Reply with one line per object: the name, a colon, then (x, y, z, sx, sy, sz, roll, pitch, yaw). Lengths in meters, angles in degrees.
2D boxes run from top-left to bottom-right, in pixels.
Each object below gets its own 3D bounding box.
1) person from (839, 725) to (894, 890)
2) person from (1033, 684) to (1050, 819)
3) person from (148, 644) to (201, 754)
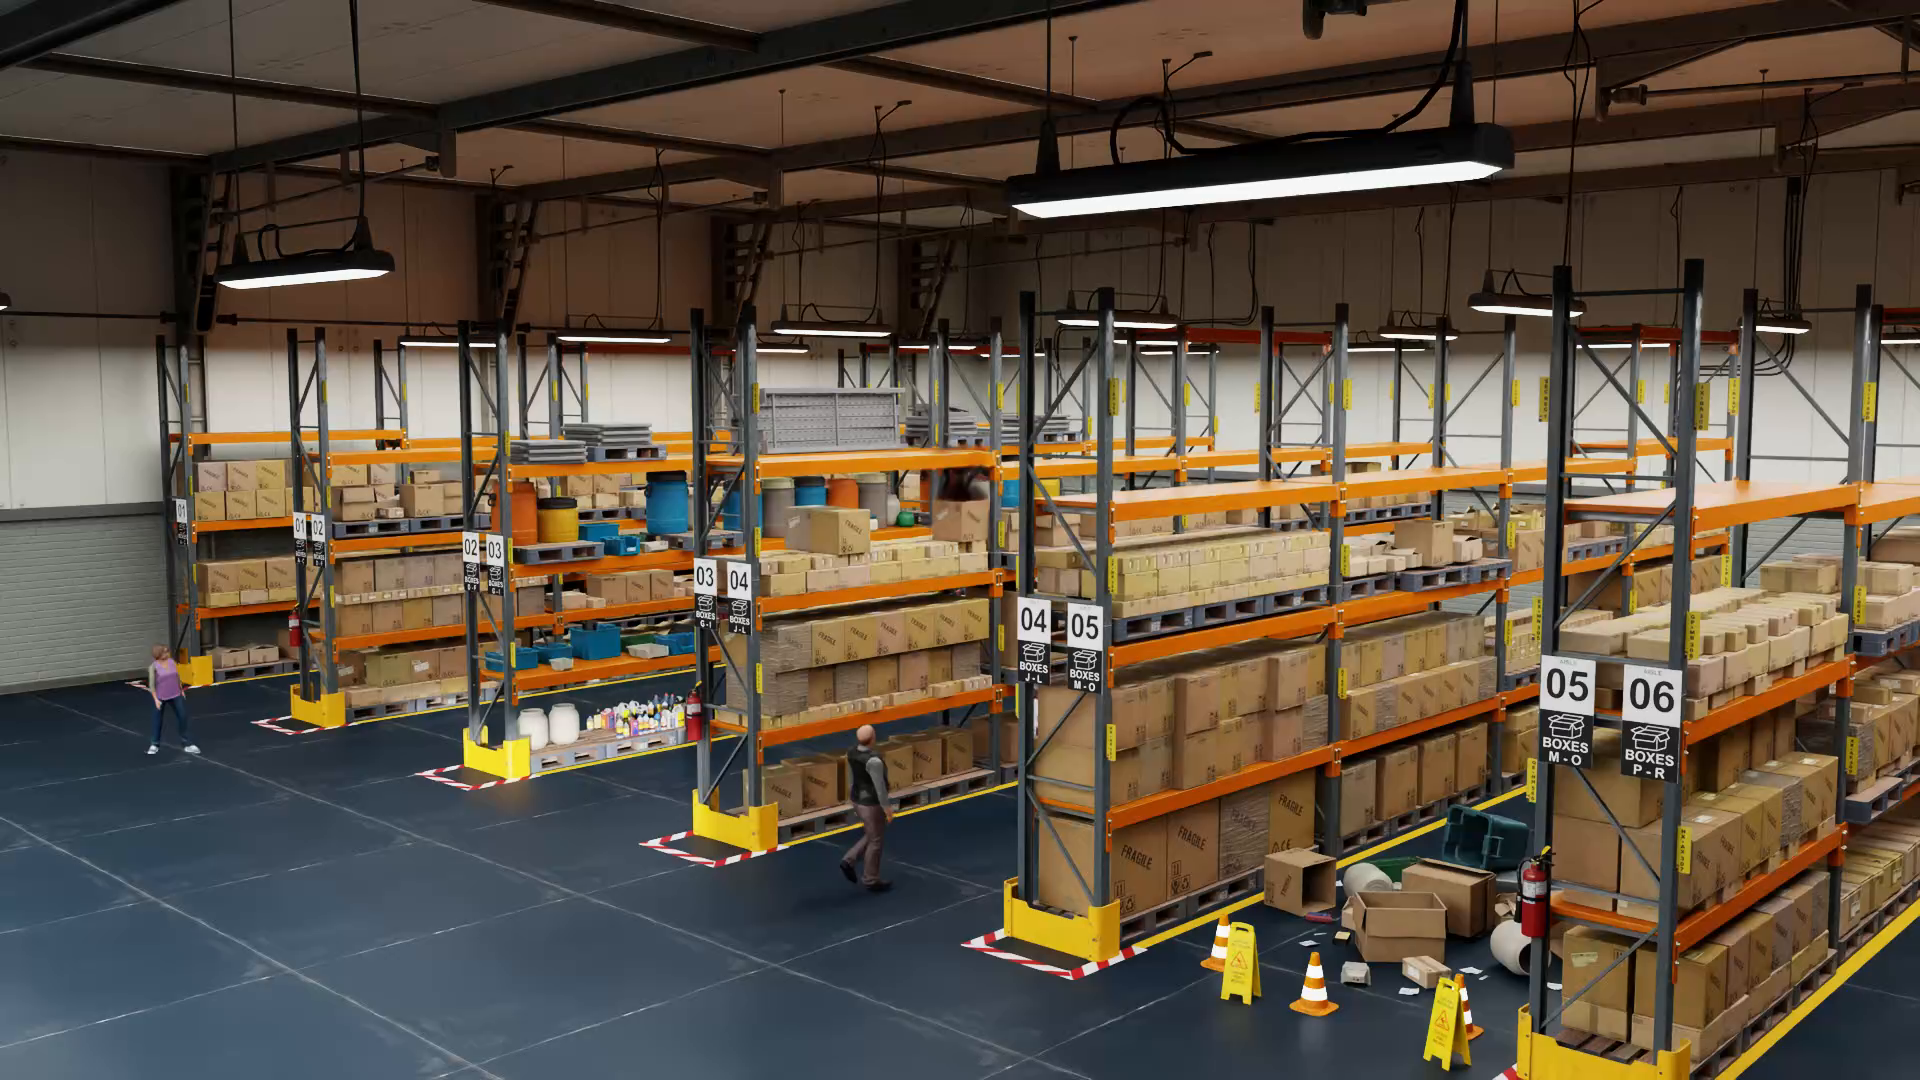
person: (-0.945, 2.711, 16.909, 0.528, 1.706, 0.534, -2, 6, -22)
person: (0.904, 2.492, 19.885, 0.396, 1.693, 0.539, 0, 5, 0)
person: (-11.040, 2.210, 23.222, 0.580, 1.576, 0.636, -5, 8, -44)
